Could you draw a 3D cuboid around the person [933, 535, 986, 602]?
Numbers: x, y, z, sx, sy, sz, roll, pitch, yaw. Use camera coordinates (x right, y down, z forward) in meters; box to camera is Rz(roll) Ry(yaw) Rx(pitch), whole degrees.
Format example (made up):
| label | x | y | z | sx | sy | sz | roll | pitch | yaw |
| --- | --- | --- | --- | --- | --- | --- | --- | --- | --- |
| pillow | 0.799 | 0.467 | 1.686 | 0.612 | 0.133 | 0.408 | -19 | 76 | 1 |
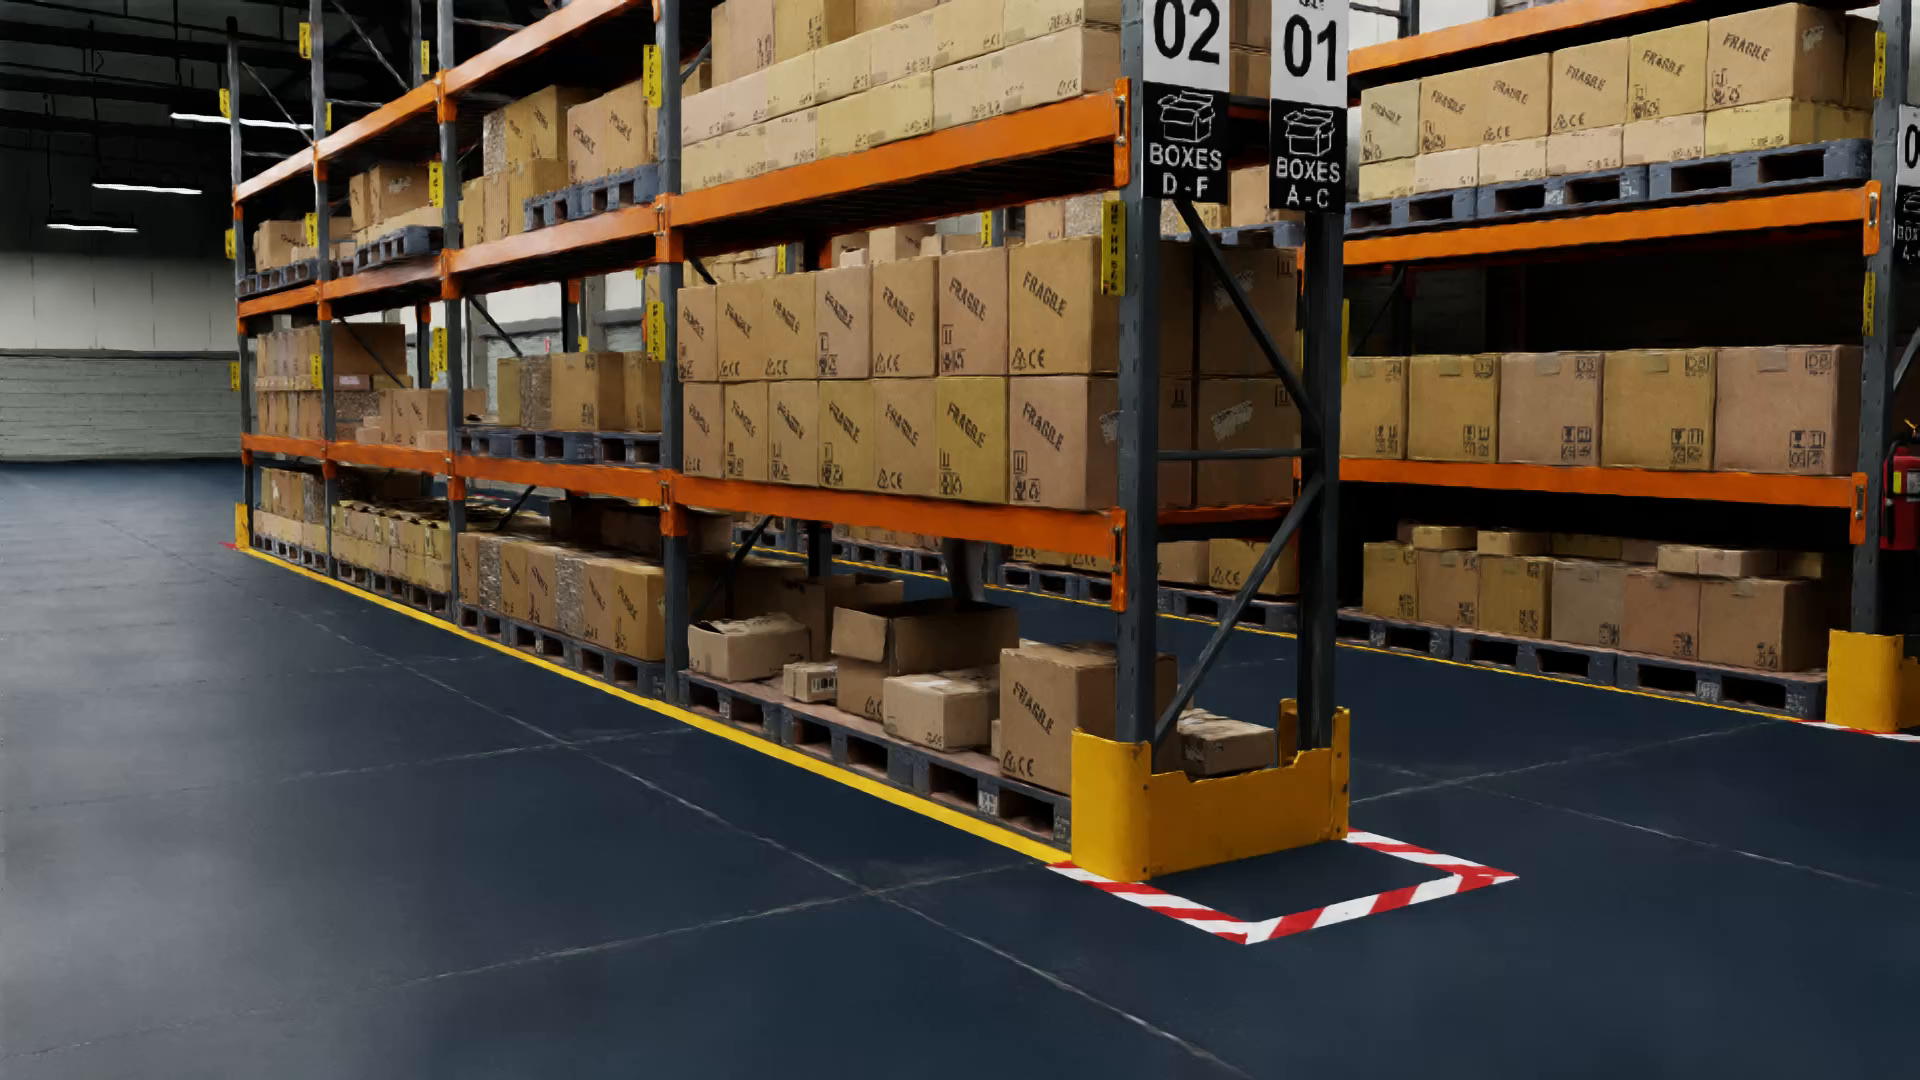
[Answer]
| label | x | y | z | sx | sy | sz | roll | pitch | yaw |
| --- | --- | --- | --- | --- | --- | --- | --- | --- | --- |
| person | 0.001 | -0.073 | 11.368 | 0.488 | 1.606 | 0.331 | 5 | 7 | 43 |
